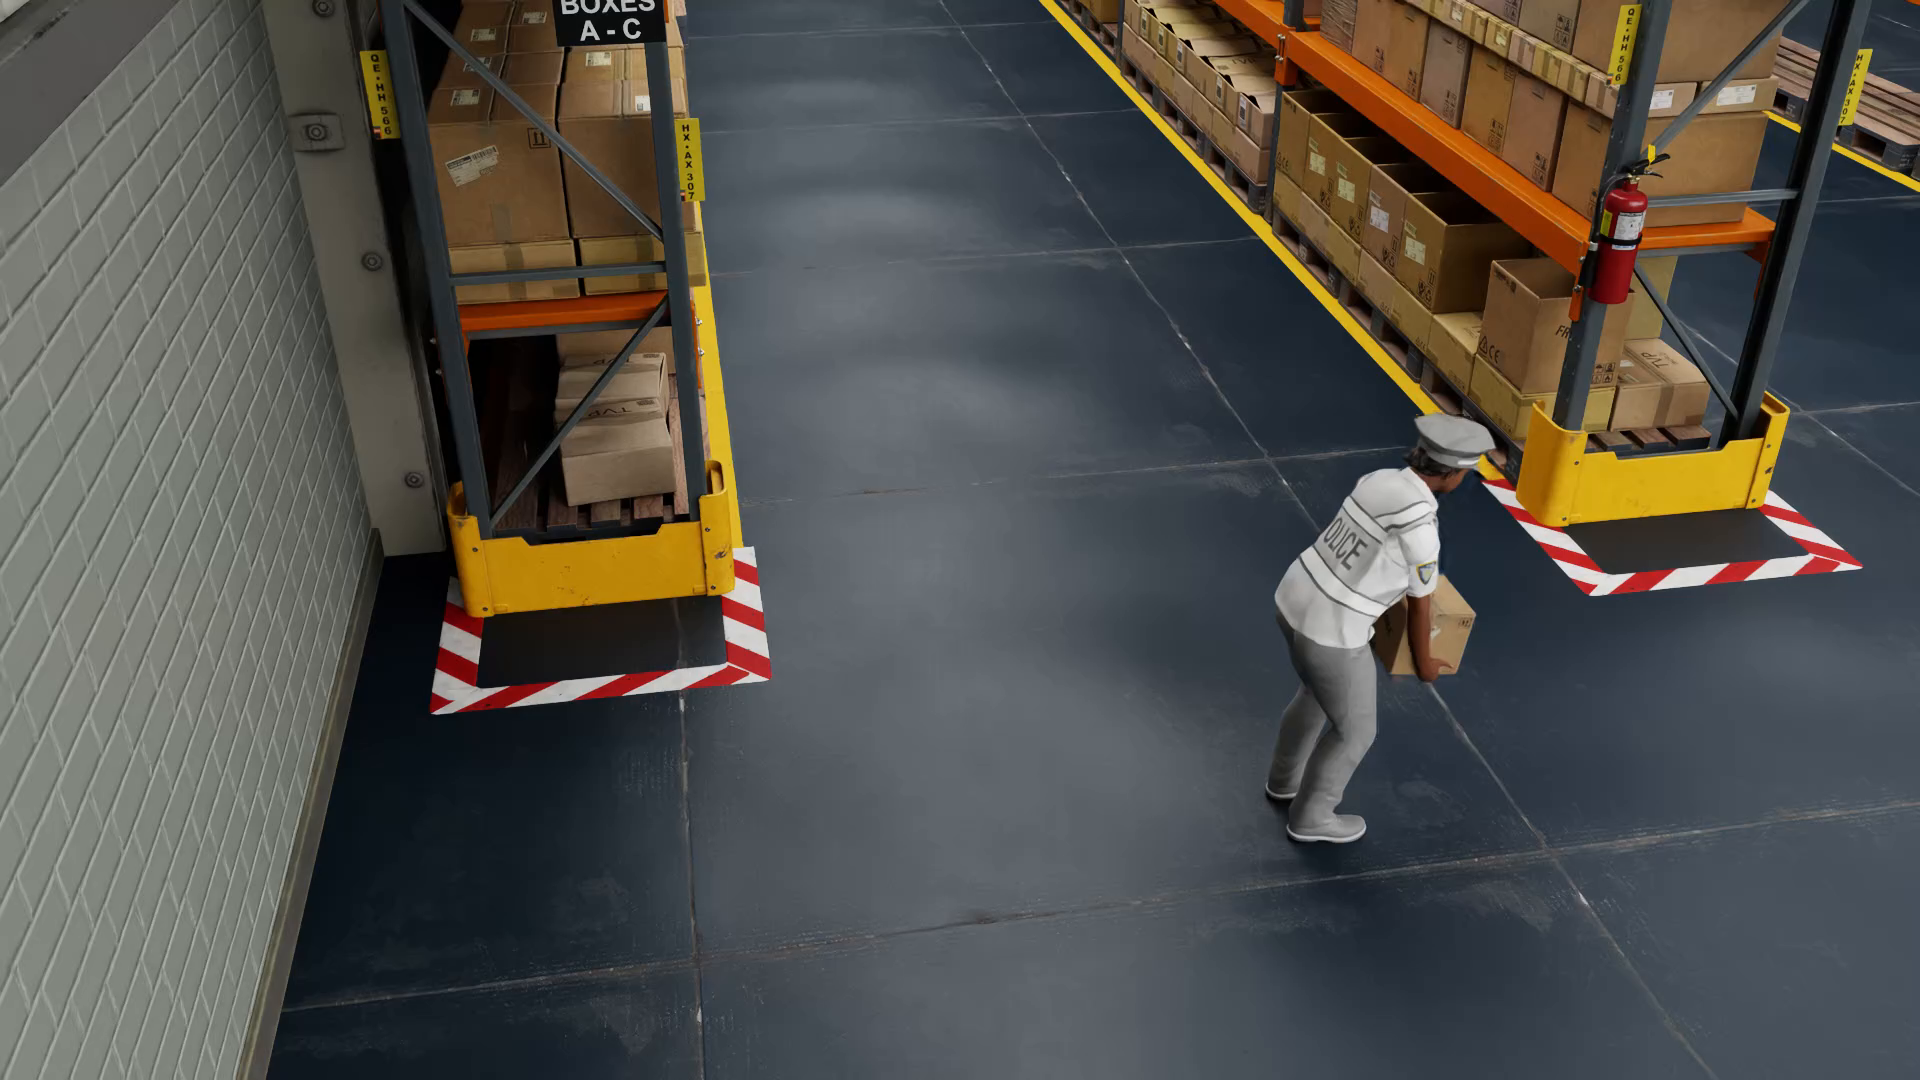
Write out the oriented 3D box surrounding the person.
[{"bbox_3d":[1.399,0.317,5.713,0.648,1.558,0.412,-6,31,-10],"label":"person"}]
